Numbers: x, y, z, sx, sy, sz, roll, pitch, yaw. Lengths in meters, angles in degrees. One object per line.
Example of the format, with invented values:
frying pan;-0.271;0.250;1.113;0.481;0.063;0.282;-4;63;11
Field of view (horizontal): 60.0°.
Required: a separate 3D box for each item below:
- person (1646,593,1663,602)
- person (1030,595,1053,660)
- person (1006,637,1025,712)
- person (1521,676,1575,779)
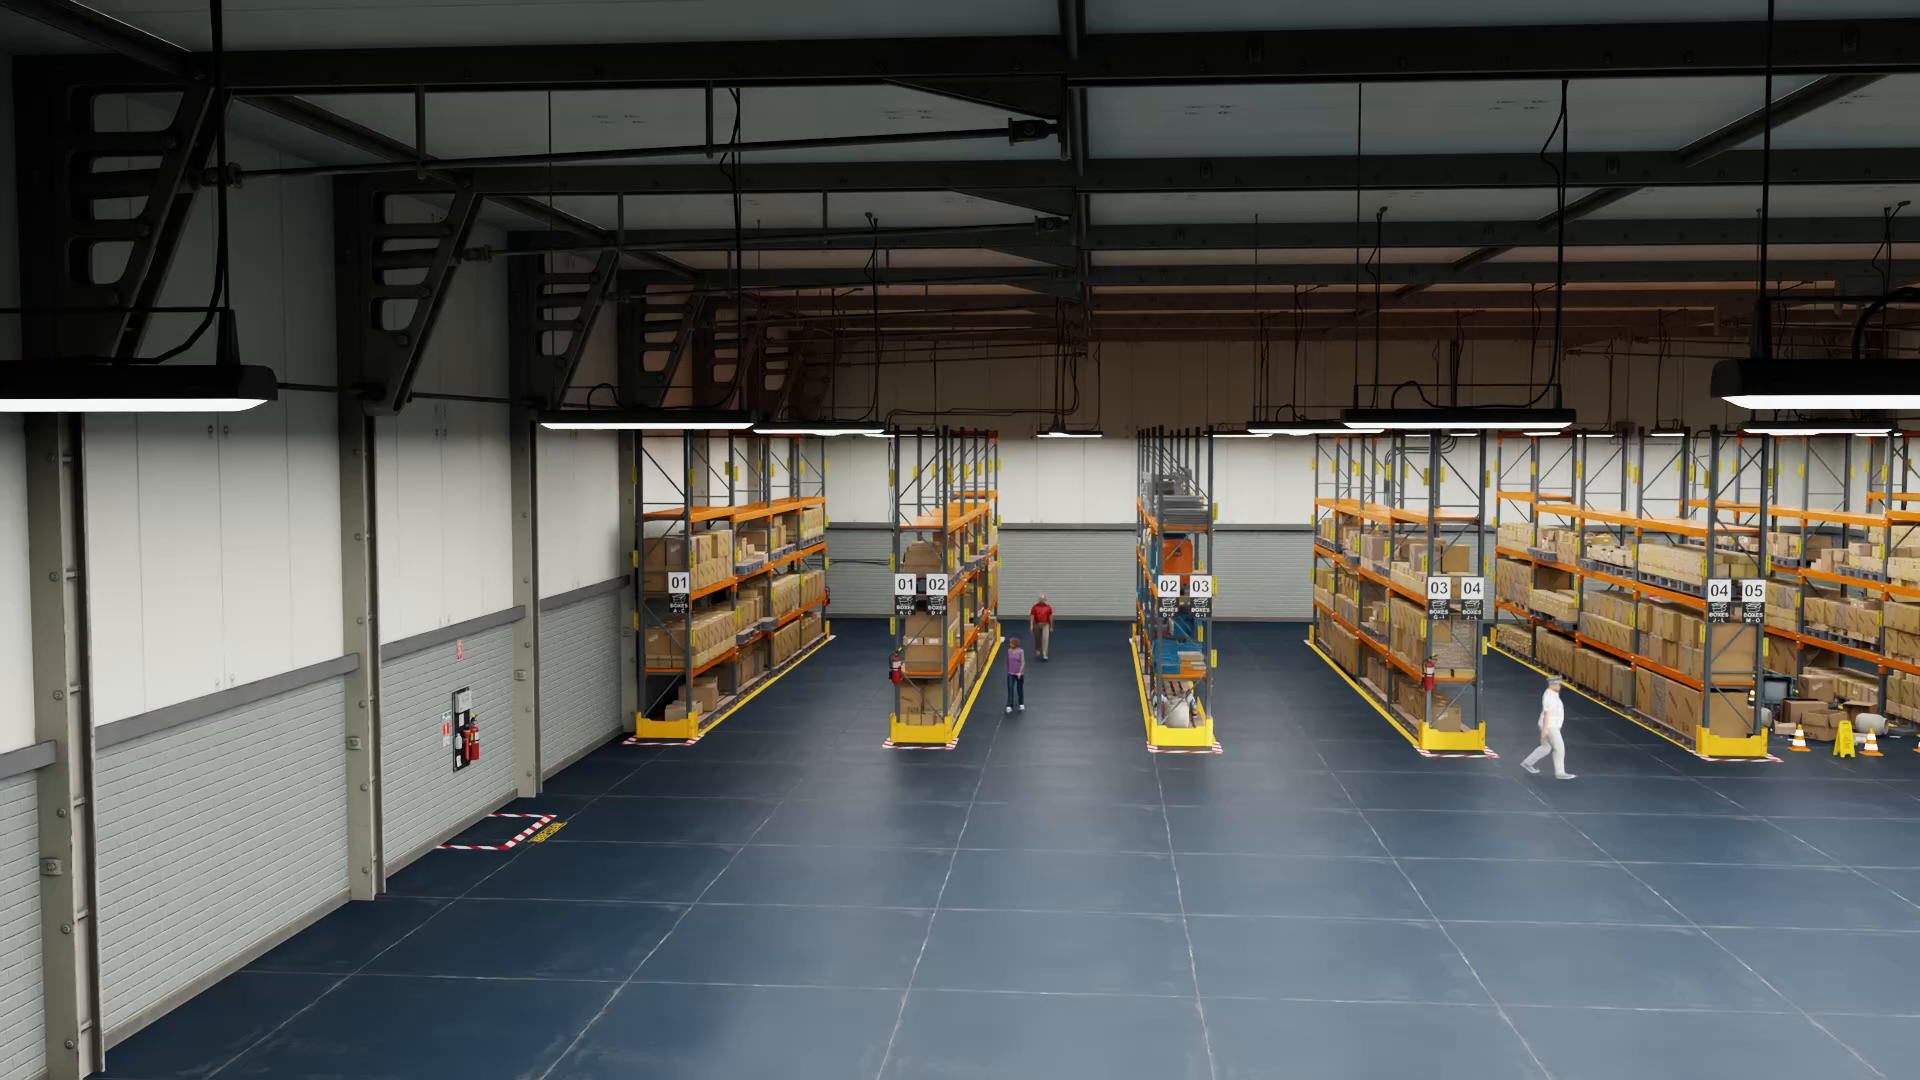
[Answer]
person;20.860;1.841;49.962;1.012;1.752;0.526;-1;4;-23
person;2.132;2.266;43.490;0.608;1.661;1.099;0;3;1
person;1.144;2.826;34.884;0.438;1.560;0.905;1;4;18
person;9.989;3.165;28.231;0.859;1.720;0.548;1;4;17
